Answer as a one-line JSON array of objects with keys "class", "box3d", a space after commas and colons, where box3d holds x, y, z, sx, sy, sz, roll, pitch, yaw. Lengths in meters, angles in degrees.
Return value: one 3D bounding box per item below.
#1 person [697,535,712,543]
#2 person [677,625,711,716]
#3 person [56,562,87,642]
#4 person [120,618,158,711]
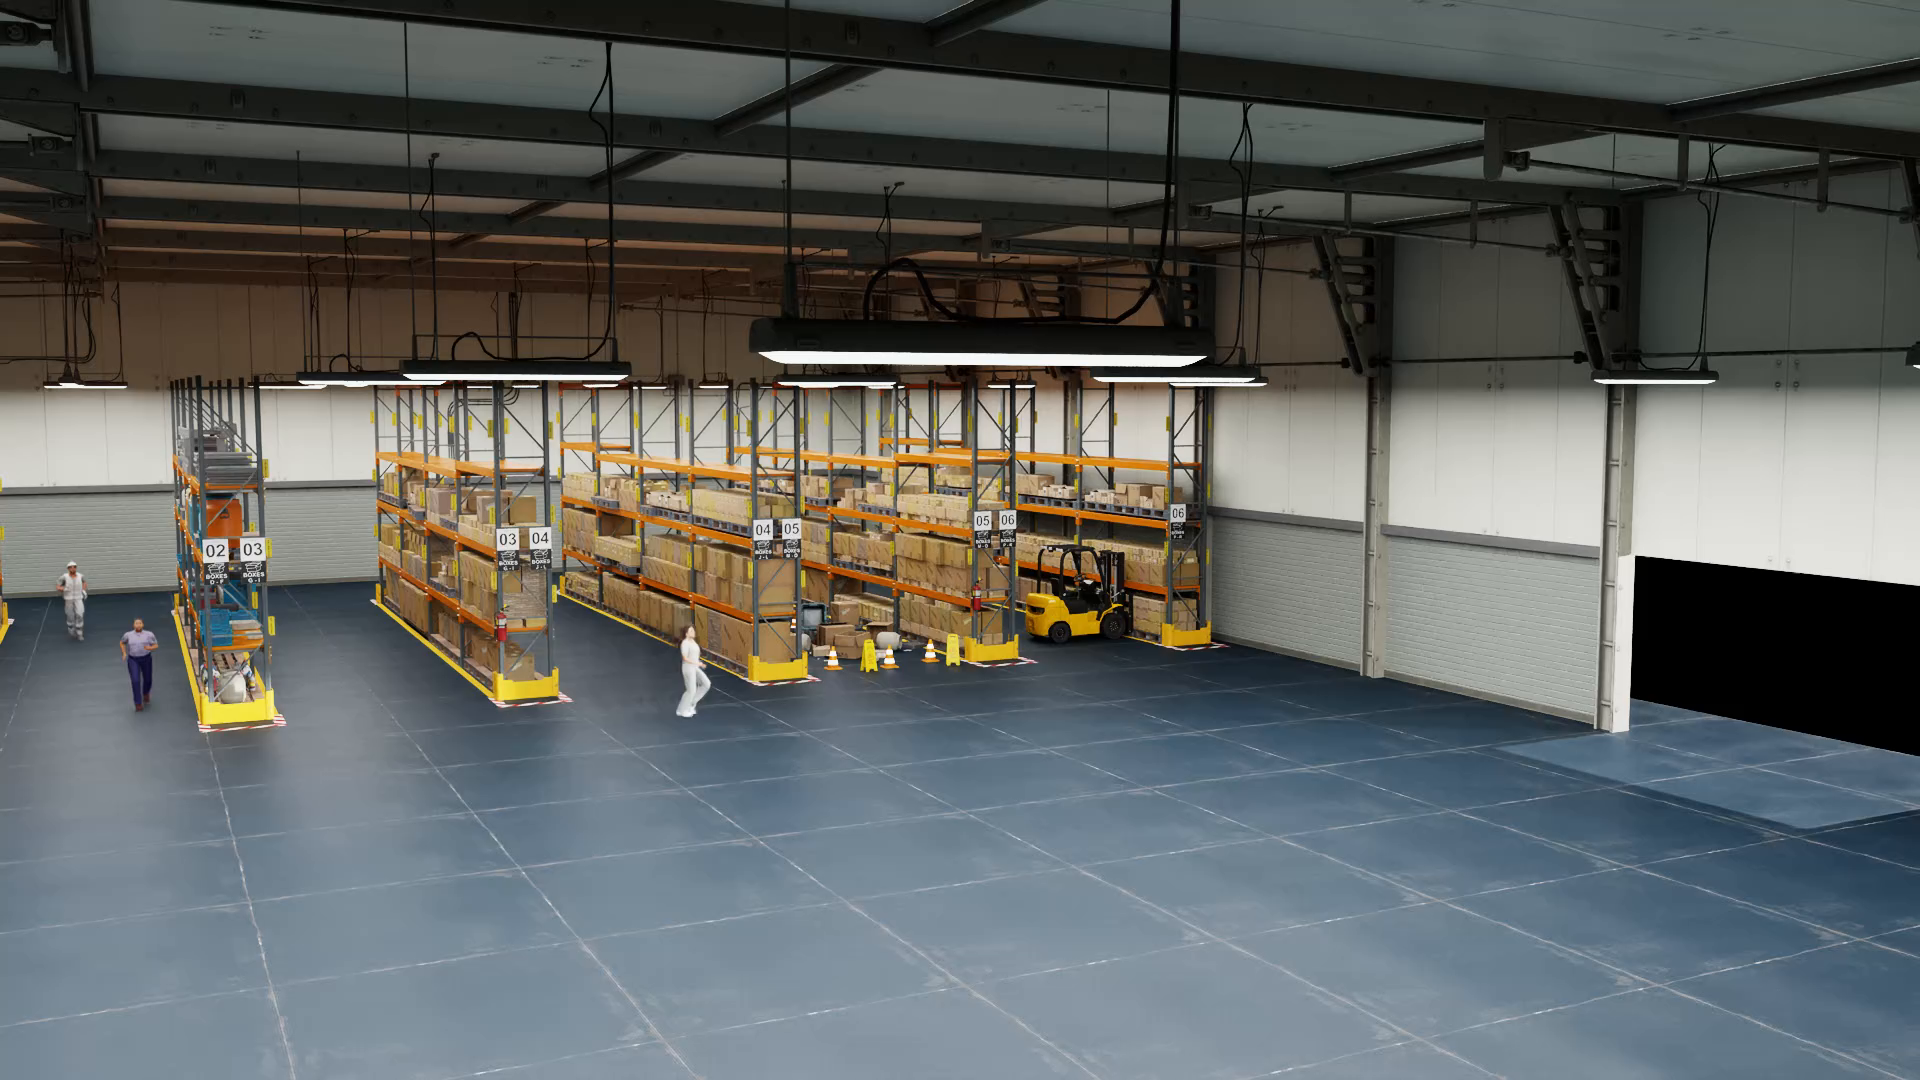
[{"class": "person", "box3d": [-7.785, 0.374, 50.533, 0.776, 1.745, 0.662, -3, 6, -31]}, {"class": "person", "box3d": [-4.725, 2.297, 29.339, 0.588, 1.625, 0.578, 1, 5, 12]}, {"class": "person", "box3d": [-20.500, 1.406, 38.408, 0.636, 1.815, 0.870, -3, 6, -34]}, {"class": "person", "box3d": [-14.822, 2.259, 30.062, 0.608, 1.544, 0.924, -3, 6, -30]}]
